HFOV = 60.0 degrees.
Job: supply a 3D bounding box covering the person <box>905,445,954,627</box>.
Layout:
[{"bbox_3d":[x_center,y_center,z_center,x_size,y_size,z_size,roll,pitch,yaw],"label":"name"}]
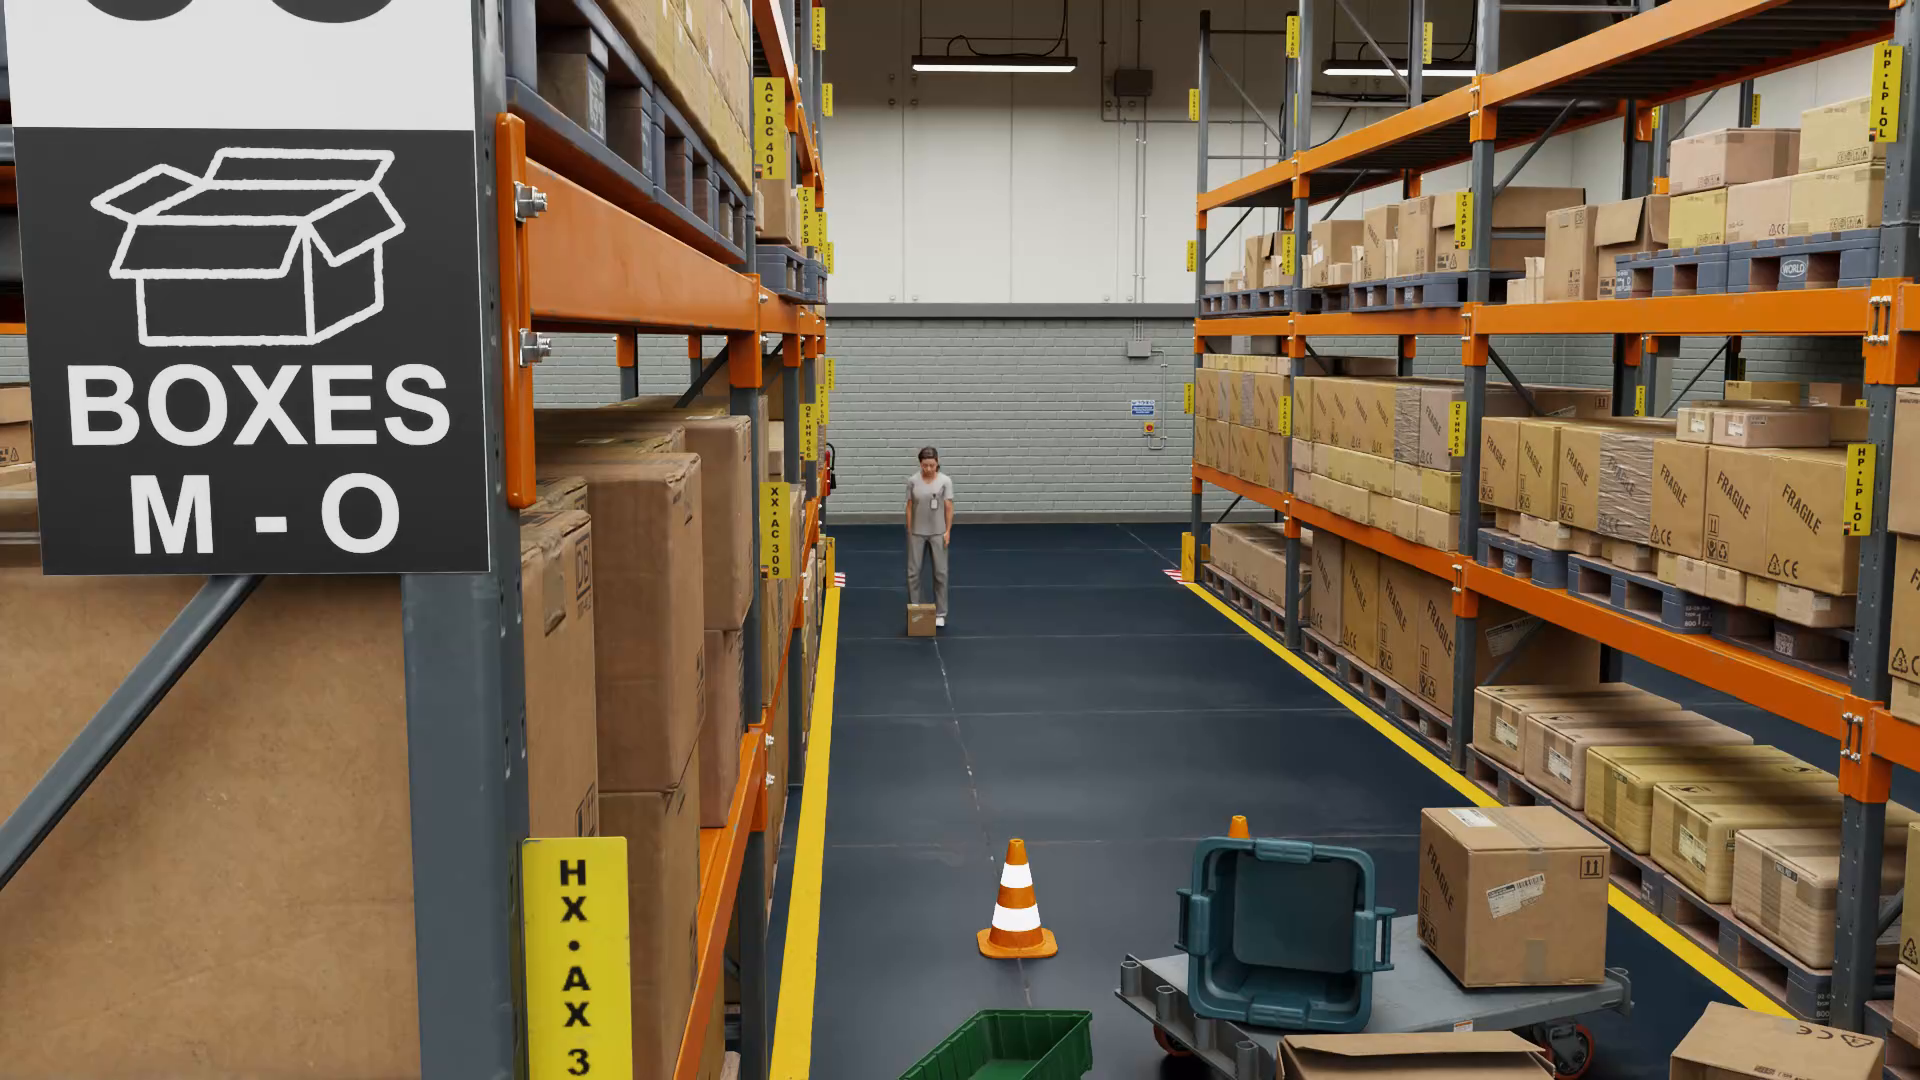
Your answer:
[{"bbox_3d":[-0.277,-0.039,15.189,0.451,1.657,0.344,1,7,7],"label":"person"}]
